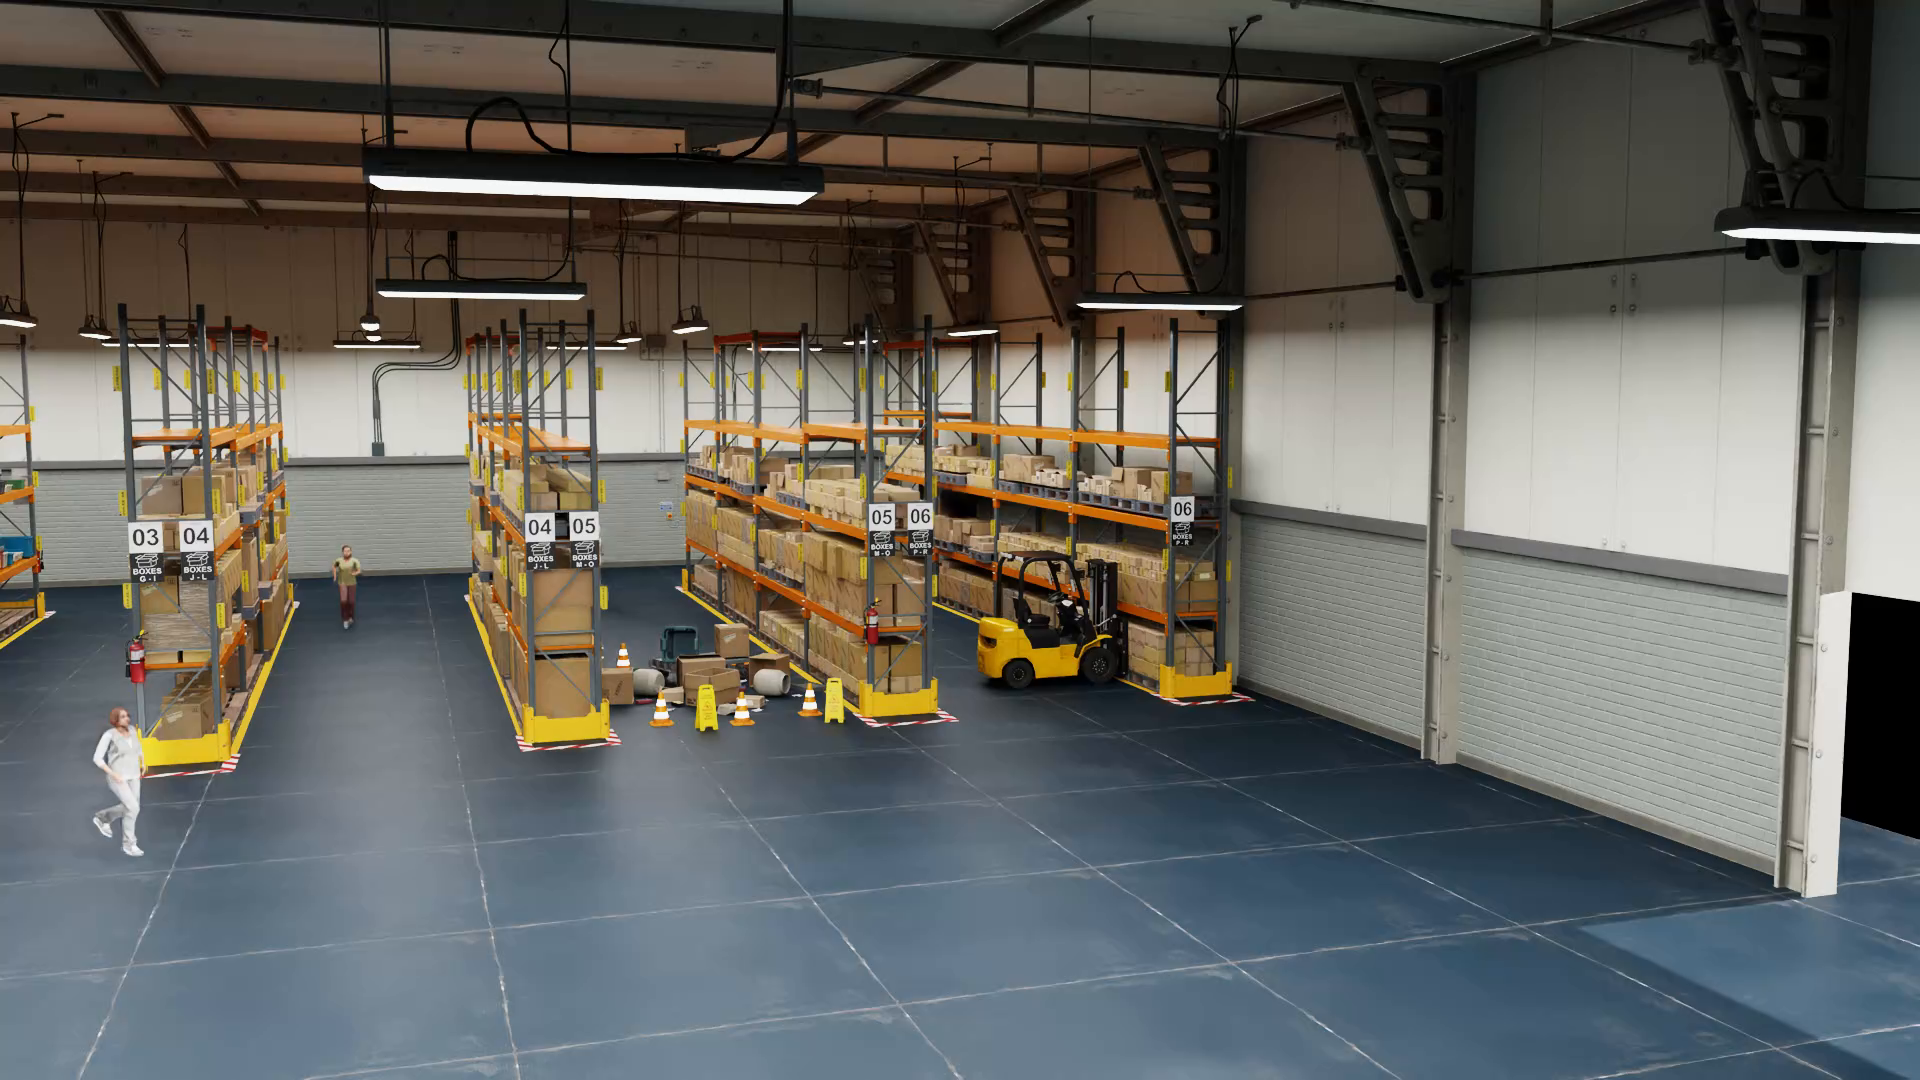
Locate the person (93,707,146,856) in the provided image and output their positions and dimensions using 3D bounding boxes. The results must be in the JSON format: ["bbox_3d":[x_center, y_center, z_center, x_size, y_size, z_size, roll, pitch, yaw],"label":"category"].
[{"bbox_3d":[-8.966,2.553,17.696,0.651,1.602,0.555,2,6,22],"label":"person"}]

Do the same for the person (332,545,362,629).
[{"bbox_3d":[-12.502,0.954,33.953,0.541,1.714,0.801,-2,6,-23],"label":"person"}]

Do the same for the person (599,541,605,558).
[{"bbox_3d":[-8.378,0.567,37.690,0.653,1.726,0.584,-4,7,-37],"label":"person"}]
